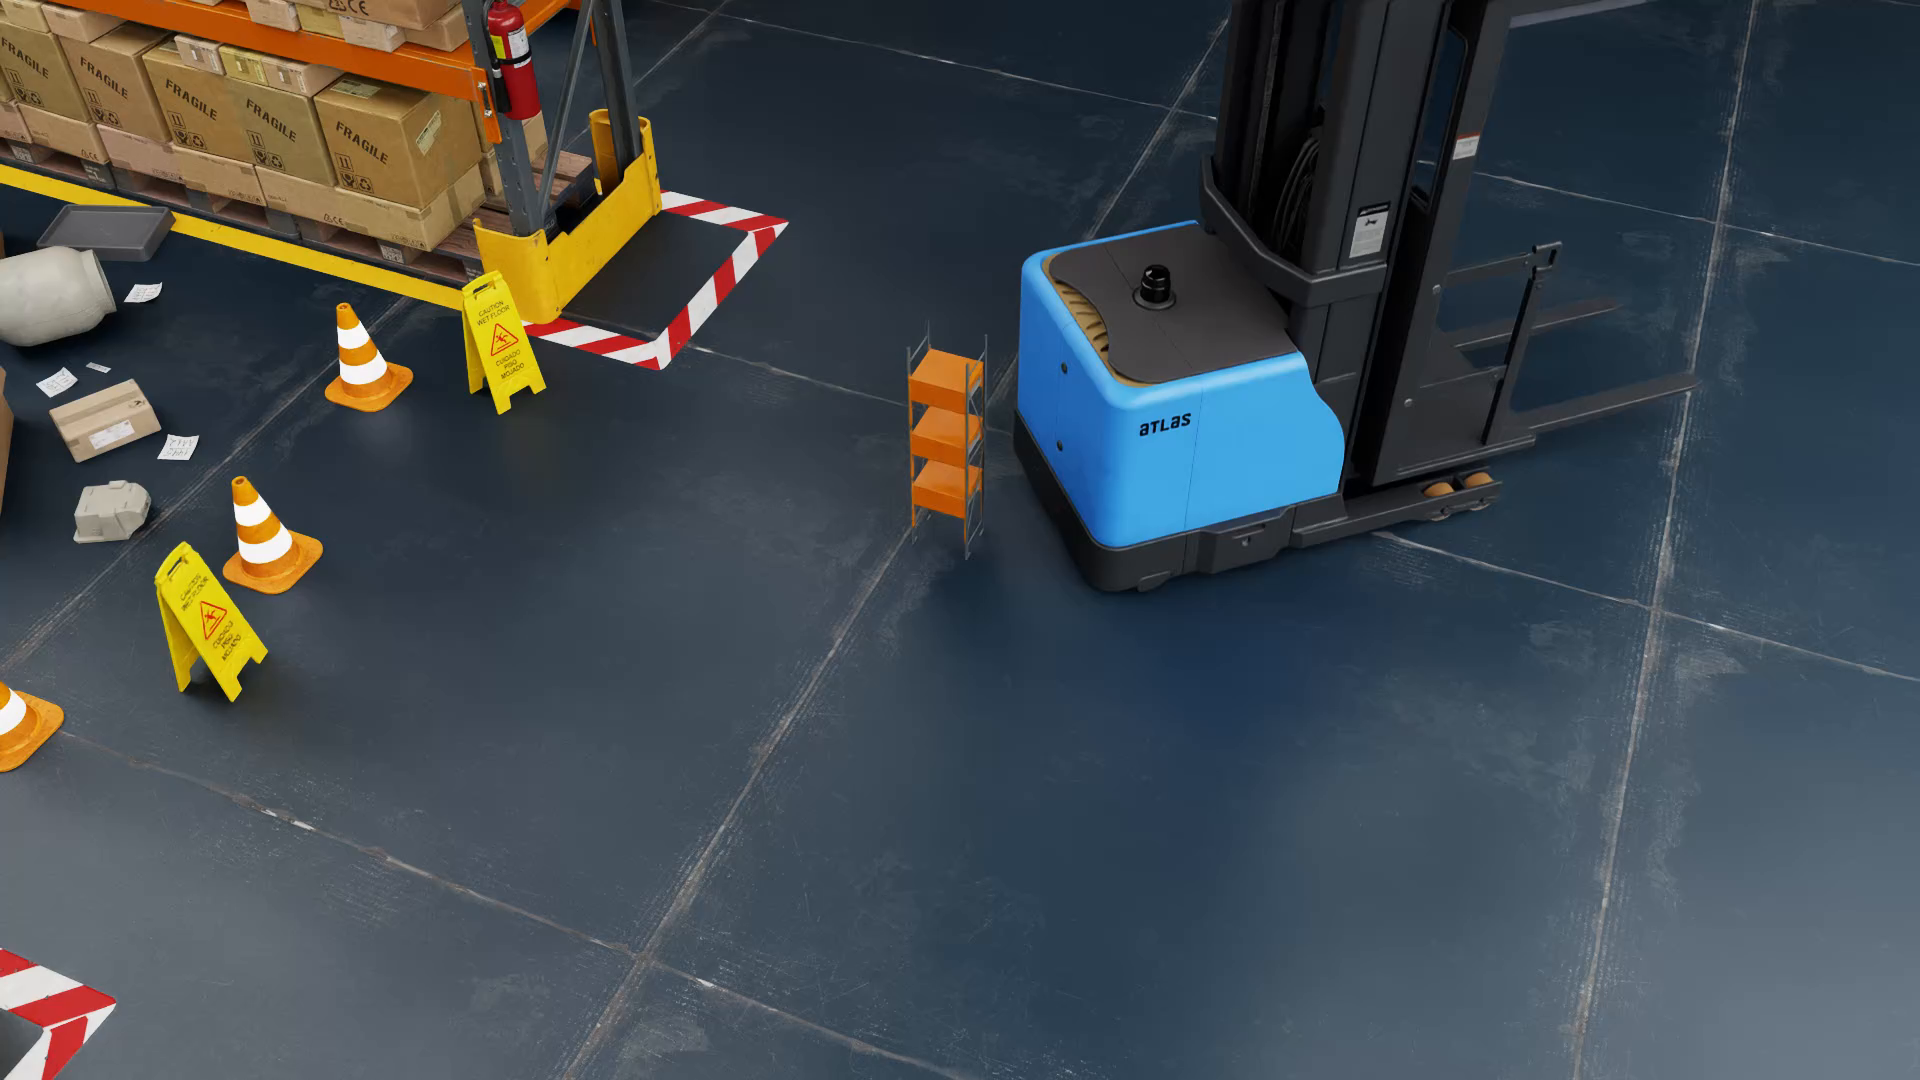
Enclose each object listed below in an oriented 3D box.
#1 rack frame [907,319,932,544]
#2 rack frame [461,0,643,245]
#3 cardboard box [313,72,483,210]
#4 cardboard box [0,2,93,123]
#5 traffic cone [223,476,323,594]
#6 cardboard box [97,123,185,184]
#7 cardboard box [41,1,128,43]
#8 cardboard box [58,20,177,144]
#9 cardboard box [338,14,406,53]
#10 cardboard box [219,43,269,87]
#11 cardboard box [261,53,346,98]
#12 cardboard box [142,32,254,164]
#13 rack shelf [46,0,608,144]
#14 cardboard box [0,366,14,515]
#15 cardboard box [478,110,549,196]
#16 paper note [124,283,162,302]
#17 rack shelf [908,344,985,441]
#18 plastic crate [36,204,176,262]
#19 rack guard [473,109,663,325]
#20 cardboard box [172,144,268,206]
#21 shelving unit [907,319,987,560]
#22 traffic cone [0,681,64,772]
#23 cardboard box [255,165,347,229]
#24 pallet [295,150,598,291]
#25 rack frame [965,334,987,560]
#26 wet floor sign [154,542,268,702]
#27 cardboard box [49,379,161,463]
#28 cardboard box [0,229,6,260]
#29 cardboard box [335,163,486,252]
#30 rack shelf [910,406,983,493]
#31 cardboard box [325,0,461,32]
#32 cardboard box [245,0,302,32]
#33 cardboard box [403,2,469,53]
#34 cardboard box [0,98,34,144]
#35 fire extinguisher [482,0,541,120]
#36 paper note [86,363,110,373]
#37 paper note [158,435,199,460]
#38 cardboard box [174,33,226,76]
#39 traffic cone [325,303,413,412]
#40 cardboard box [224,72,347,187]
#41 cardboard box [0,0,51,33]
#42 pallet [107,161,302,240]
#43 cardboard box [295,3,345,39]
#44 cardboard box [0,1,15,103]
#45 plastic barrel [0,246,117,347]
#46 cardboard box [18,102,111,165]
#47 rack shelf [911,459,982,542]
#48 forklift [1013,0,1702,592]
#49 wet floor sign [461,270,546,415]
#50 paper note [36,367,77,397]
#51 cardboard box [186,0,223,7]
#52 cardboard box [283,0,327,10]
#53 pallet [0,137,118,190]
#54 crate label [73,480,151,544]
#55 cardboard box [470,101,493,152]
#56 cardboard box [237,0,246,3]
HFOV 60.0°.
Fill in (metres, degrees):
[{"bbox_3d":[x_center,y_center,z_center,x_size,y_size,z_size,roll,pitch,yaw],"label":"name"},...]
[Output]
[{"bbox_3d":[-0.162,-0.420,6.767,0.008,1.050,0.200,16,47,16],"label":"rack frame"},{"bbox_3d":[-1.881,-2.512,7.487,0.127,3.000,1.000,16,47,16],"label":"rack frame"},{"bbox_3d":[-2.721,-1.999,8.092,0.500,0.500,0.500,17,47,16],"label":"cardboard box"},{"bbox_3d":[-4.634,-2.564,8.659,0.500,0.500,0.500,18,48,17],"label":"cardboard box"},{"bbox_3d":[-2.889,-0.074,6.836,0.334,0.463,0.336,16,47,16],"label":"traffic cone"},{"bbox_3d":[-4.145,-2.156,8.781,0.500,0.250,0.500,16,47,15],"label":"cardboard box"},{"bbox_3d":[-4.316,-2.649,8.285,0.250,0.149,0.380,19,48,18],"label":"cardboard box"},{"bbox_3d":[-4.156,-2.422,8.517,0.500,0.500,0.500,19,48,18],"label":"cardboard box"},{"bbox_3d":[-2.585,-2.381,7.534,0.250,0.149,0.380,16,47,15],"label":"cardboard box"},{"bbox_3d":[-3.317,-2.356,7.990,0.250,0.149,0.380,17,47,16],"label":"cardboard box"},{"bbox_3d":[-3.086,-2.285,7.919,0.250,0.149,0.380,18,48,17],"label":"cardboard box"},{"bbox_3d":[-3.667,-2.281,8.374,0.500,0.500,0.500,15,47,15],"label":"cardboard box"},{"bbox_3d":[-3.727,-2.800,8.286,4.000,0.370,1.077,16,47,16],"label":"rack shelf"},{"bbox_3d":[-4.477,-0.456,7.190,0.637,0.503,0.797,-12,46,-12],"label":"cardboard box"},{"bbox_3d":[-2.519,-2.085,8.709,0.500,0.250,0.500,16,47,16],"label":"cardboard box"},{"bbox_3d":[-4.082,-1.239,8.313,0.148,0.019,0.142,2,45,2],"label":"paper note"},{"bbox_3d":[-0.049,-0.580,6.541,0.240,0.259,0.215,16,47,16],"label":"rack shelf"},{"bbox_3d":[-4.440,-1.603,8.643,0.583,0.080,0.402,2,45,2],"label":"plastic crate"},{"bbox_3d":[-1.952,-1.646,8.389,0.348,0.500,1.175,16,47,16],"label":"rack guard"},{"bbox_3d":[-3.691,-2.014,8.639,0.500,0.250,0.500,15,47,14],"label":"cardboard box"},{"bbox_3d":[-0.049,-0.387,6.733,0.252,1.050,0.215,16,47,16],"label":"shelving unit"},{"bbox_3d":[-3.637,0.569,6.189,0.334,0.463,0.336,16,47,16],"label":"traffic cone"},{"bbox_3d":[-3.206,-1.876,8.499,0.500,0.250,0.500,17,47,16],"label":"cardboard box"},{"bbox_3d":[-2.688,-1.787,8.736,1.213,0.211,1.003,16,47,16],"label":"pallet"},{"bbox_3d":[0.063,-0.354,6.700,0.008,1.050,0.200,16,47,16],"label":"rack frame"},{"bbox_3d":[-2.905,0.292,6.338,0.232,0.644,0.267,9,46,9],"label":"wet floor sign"},{"bbox_3d":[-3.868,-0.542,7.528,0.380,0.149,0.250,-28,51,-25],"label":"cardboard box"},{"bbox_3d":[-5.108,-1.536,8.276,0.500,0.500,0.500,-20,48,-19],"label":"cardboard box"},{"bbox_3d":[-2.753,-1.737,8.359,0.500,0.250,0.500,16,47,16],"label":"cardboard box"},{"bbox_3d":[-0.049,-0.379,6.741,0.240,0.259,0.215,16,47,16],"label":"rack shelf"},{"bbox_3d":[-2.488,-2.621,7.314,0.500,0.500,0.500,16,47,15],"label":"cardboard box"},{"bbox_3d":[-3.063,-2.515,7.668,0.250,0.149,0.380,17,47,17],"label":"cardboard box"},{"bbox_3d":[-2.309,-2.385,7.537,0.250,0.149,0.380,18,48,17],"label":"cardboard box"},{"bbox_3d":[-5.133,-2.436,9.062,0.500,0.250,0.500,14,47,14],"label":"cardboard box"},{"bbox_3d":[-1.953,-2.153,7.181,0.183,0.674,0.296,16,47,16],"label":"fire extinguisher"},{"bbox_3d":[-4.097,-0.820,7.906,0.123,0.001,0.032,16,47,16],"label":"paper note"},{"bbox_3d":[-3.520,-0.420,7.489,0.142,0.019,0.148,2,45,2],"label":"paper note"},{"bbox_3d":[-3.559,-2.428,8.063,0.250,0.149,0.380,18,48,18],"label":"cardboard box"},{"bbox_3d":[-2.775,-0.889,7.655,0.334,0.463,0.336,16,47,16],"label":"traffic cone"},{"bbox_3d":[-3.204,-2.139,8.232,0.500,0.500,0.500,18,48,17],"label":"cardboard box"},{"bbox_3d":[-4.565,-2.720,8.357,0.250,0.149,0.380,18,48,17],"label":"cardboard box"},{"bbox_3d":[-3.810,-2.120,9.070,1.213,0.211,1.003,16,47,16],"label":"pallet"},{"bbox_3d":[-2.814,-2.465,7.618,0.250,0.149,0.380,16,47,15],"label":"cardboard box"},{"bbox_3d":[-5.133,-2.702,8.798,0.500,0.500,0.500,19,48,18],"label":"cardboard box"},{"bbox_3d":[-4.371,-1.174,7.968,0.512,0.421,0.421,-20,48,-19],"label":"plastic barrel"},{"bbox_3d":[-4.636,-2.298,8.924,0.500,0.250,0.500,19,48,18],"label":"cardboard box"},{"bbox_3d":[-0.049,-0.182,6.937,0.240,0.259,0.215,16,47,16],"label":"rack shelf"},{"bbox_3d":[1.809,-1.461,6.479,3.031,2.935,1.130,-14,47,-14],"label":"forklift"},{"bbox_3d":[-2.118,-0.929,7.565,0.232,0.644,0.267,33,54,29],"label":"wet floor sign"},{"bbox_3d":[-4.246,-0.744,7.823,0.142,0.019,0.148,33,54,29],"label":"paper note"},{"bbox_3d":[-3.516,-2.687,7.841,0.250,0.149,0.380,16,47,15],"label":"cardboard box"},{"bbox_3d":[-2.949,-2.760,7.454,0.500,0.500,0.500,17,47,16],"label":"cardboard box"},{"bbox_3d":[-4.940,-2.450,9.402,1.213,0.211,1.003,16,47,16],"label":"pallet"},{"bbox_3d":[-3.638,-0.132,7.125,0.298,0.136,0.250,-5,45,-5],"label":"crate label"},{"bbox_3d":[-2.542,-2.357,8.451,0.500,0.500,0.500,15,47,15],"label":"cardboard box"},{"bbox_3d":[-3.245,-2.676,7.830,0.250,0.149,0.380,17,47,16],"label":"cardboard box"}]
